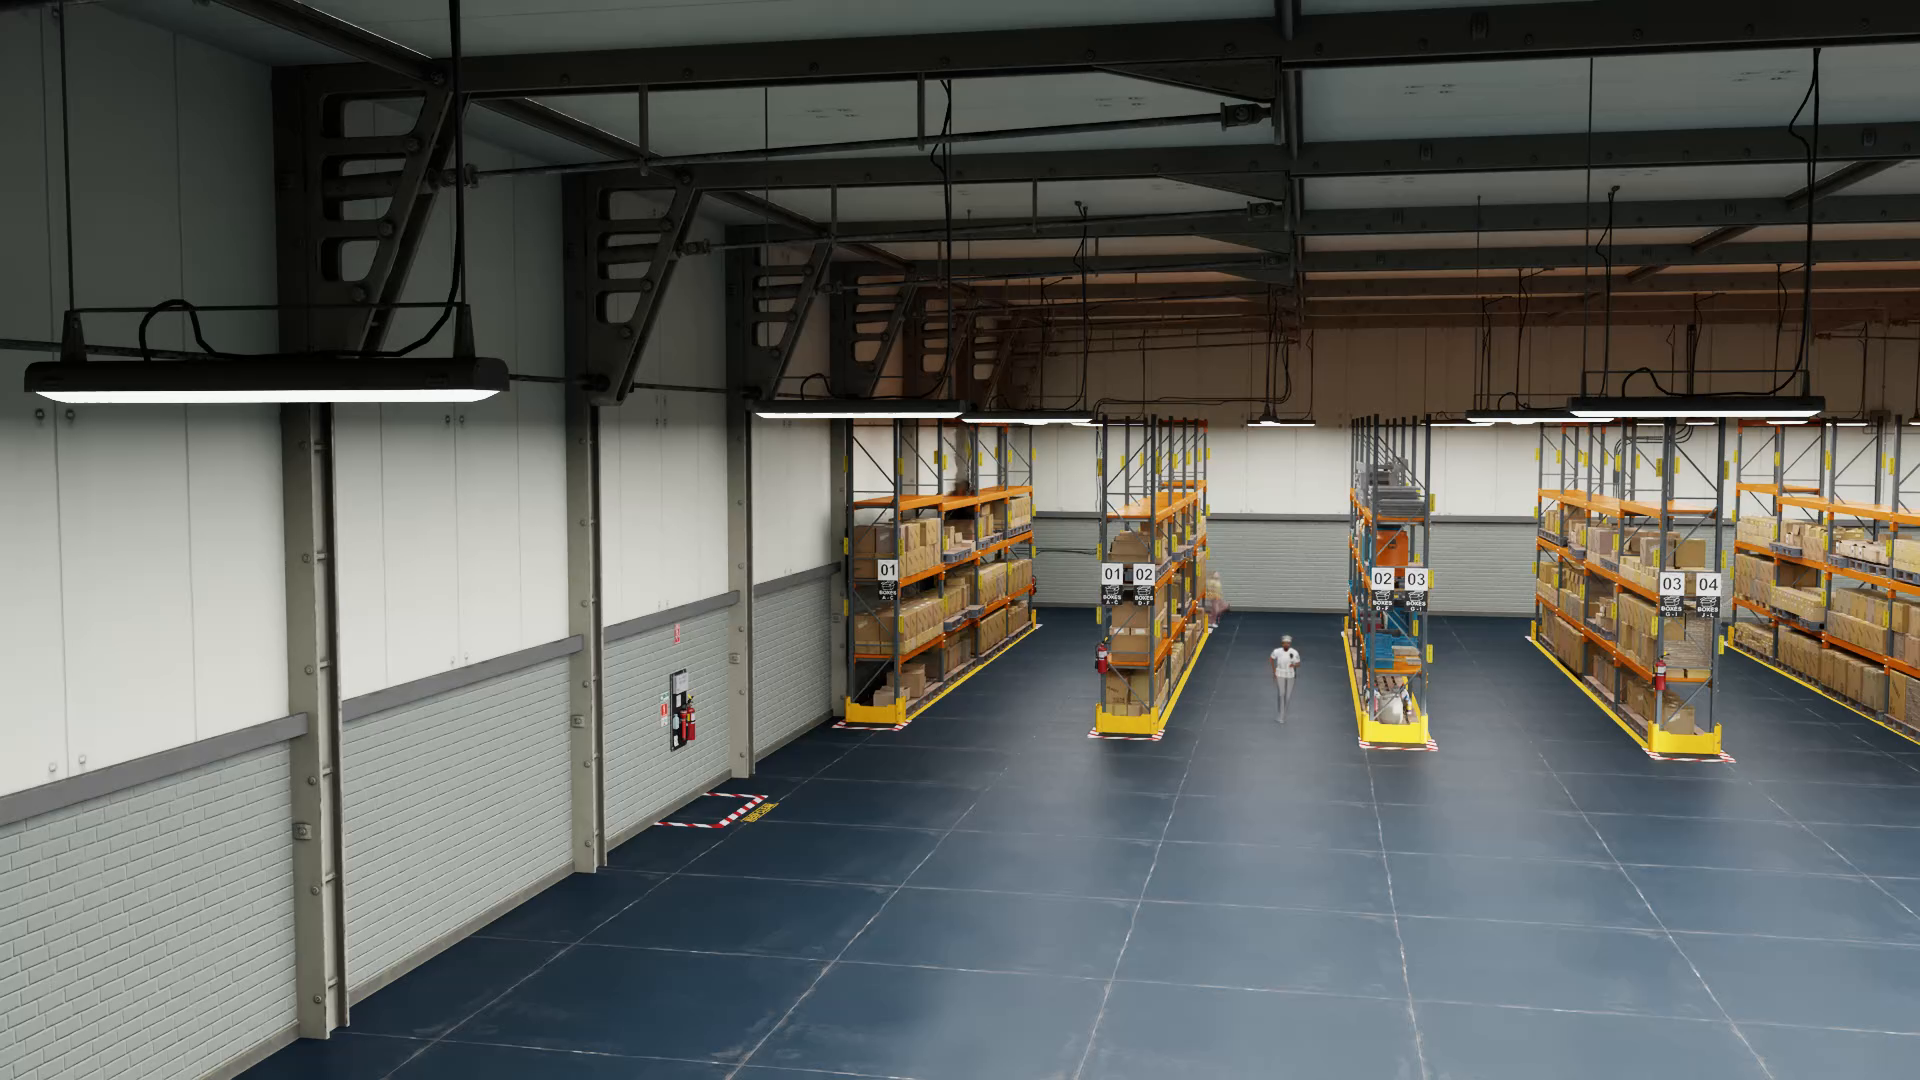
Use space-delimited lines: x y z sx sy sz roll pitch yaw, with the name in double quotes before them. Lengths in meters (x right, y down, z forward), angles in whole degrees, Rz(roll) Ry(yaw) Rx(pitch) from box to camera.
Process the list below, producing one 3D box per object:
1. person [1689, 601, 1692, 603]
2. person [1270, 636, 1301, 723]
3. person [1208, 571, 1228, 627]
"person" 19.242 1.883 44.182 0.785 1.807 0.727 -3 5 -42
"person" 6.390 2.720 32.634 0.555 1.737 0.772 0 4 2
"person" 7.451 1.704 48.136 0.556 1.632 0.602 3 5 42
